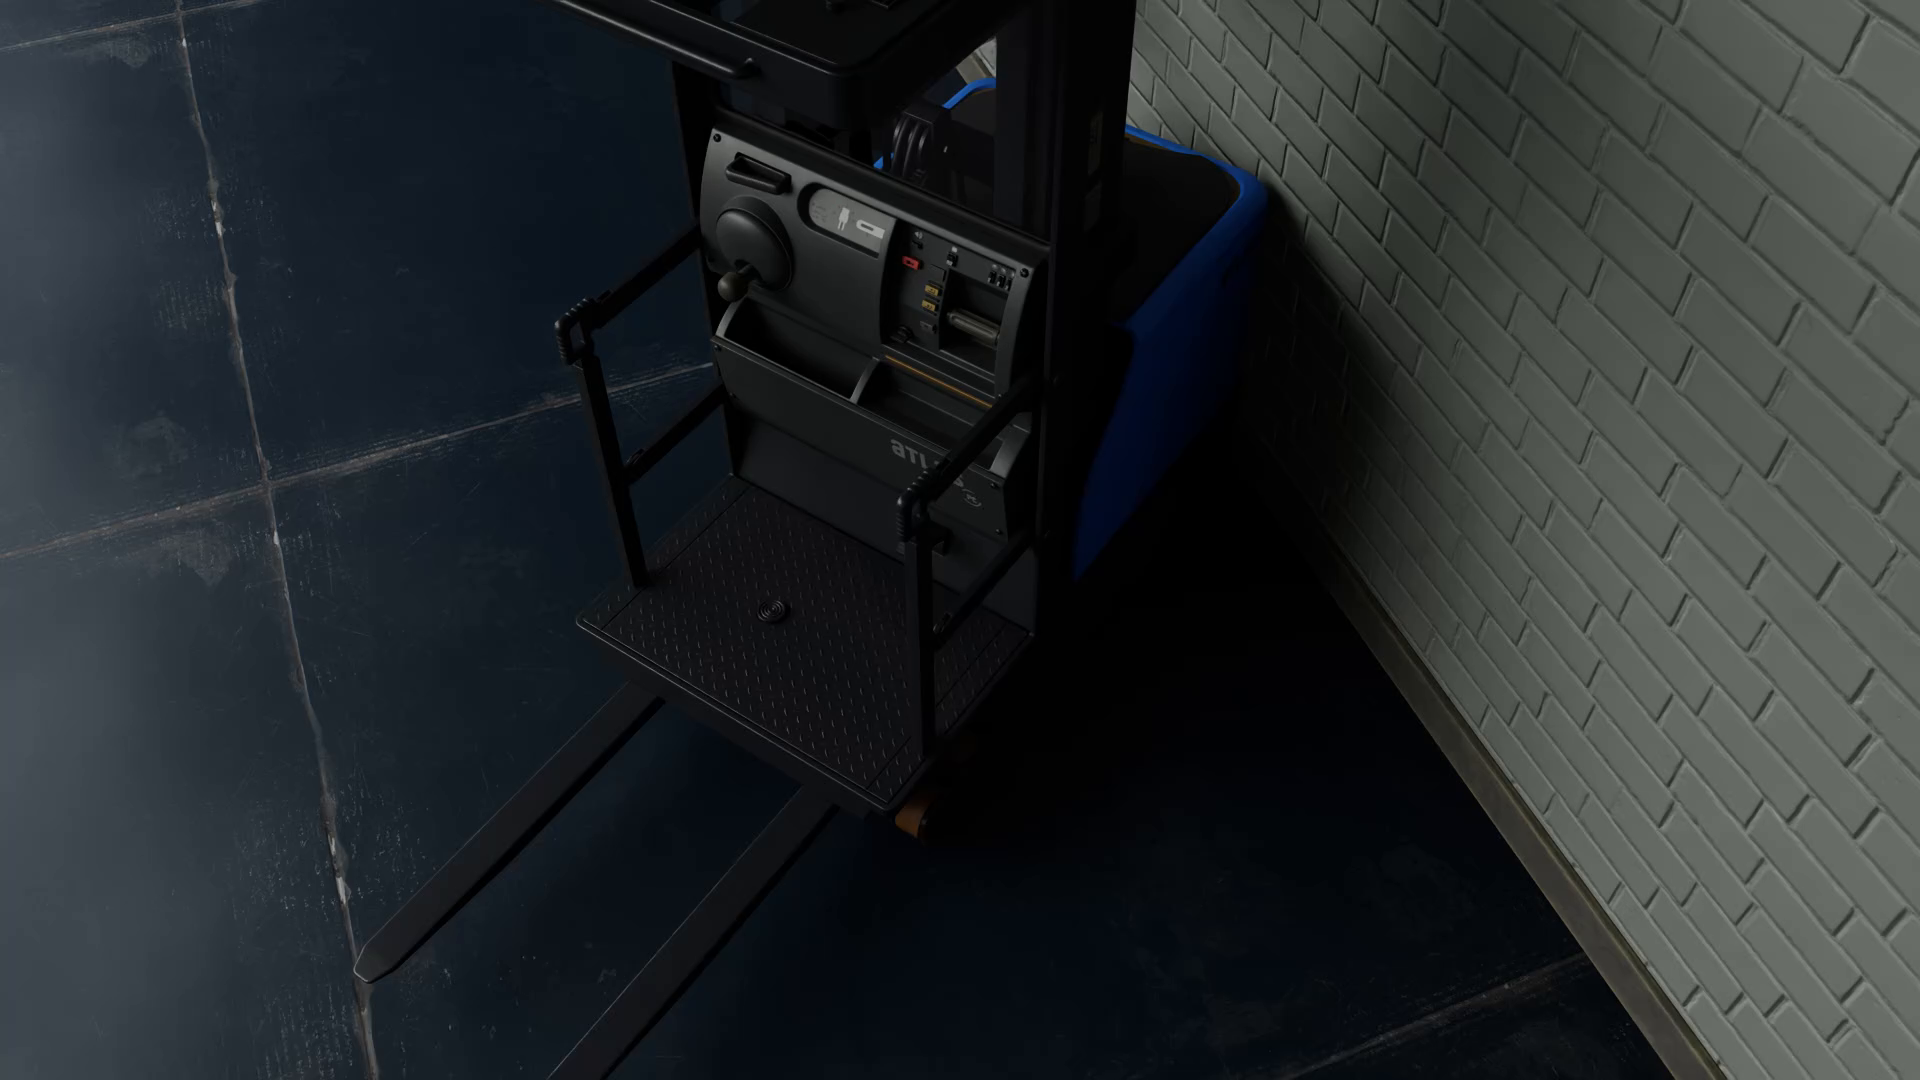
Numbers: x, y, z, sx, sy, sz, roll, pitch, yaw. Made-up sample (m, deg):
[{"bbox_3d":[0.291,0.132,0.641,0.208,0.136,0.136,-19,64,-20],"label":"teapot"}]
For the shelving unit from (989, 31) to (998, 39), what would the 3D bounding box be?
[{"bbox_3d":[0.071,-1.993,5.449,0.431,0.503,2.100,5,6,-19],"label":"shelving unit"}]

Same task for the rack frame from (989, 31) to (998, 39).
[{"bbox_3d":[0.039,-1.753,5.474,0.400,0.015,2.100,5,6,-19],"label":"rack frame"}]

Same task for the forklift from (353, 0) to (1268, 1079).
[{"bbox_3d":[-0.353,-0.563,3.802,1.130,2.935,3.031,27,55,22],"label":"forklift"}]
